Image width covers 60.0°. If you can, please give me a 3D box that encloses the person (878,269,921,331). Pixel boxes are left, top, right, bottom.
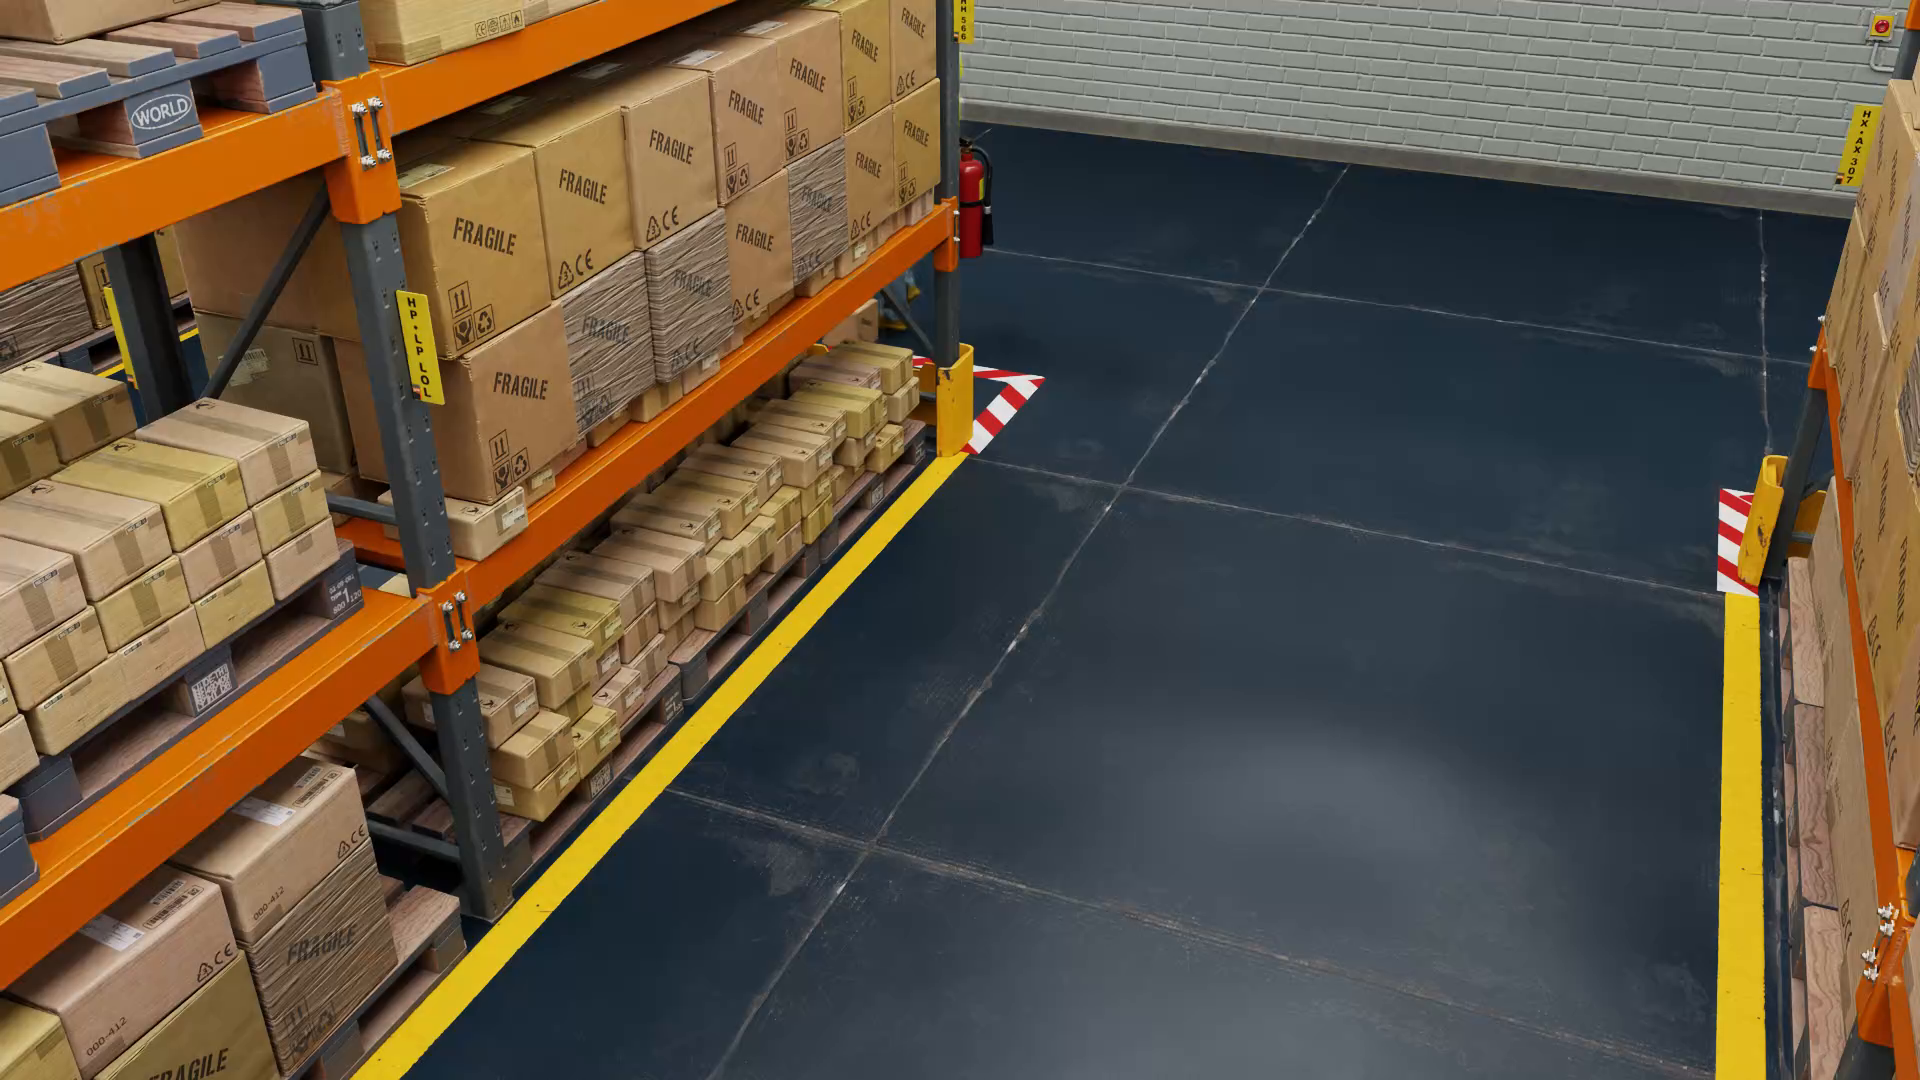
[{"bbox_3d":[-0.471,-2.072,9.743,0.480,1.773,0.580,13,32,22],"label":"person"}]
